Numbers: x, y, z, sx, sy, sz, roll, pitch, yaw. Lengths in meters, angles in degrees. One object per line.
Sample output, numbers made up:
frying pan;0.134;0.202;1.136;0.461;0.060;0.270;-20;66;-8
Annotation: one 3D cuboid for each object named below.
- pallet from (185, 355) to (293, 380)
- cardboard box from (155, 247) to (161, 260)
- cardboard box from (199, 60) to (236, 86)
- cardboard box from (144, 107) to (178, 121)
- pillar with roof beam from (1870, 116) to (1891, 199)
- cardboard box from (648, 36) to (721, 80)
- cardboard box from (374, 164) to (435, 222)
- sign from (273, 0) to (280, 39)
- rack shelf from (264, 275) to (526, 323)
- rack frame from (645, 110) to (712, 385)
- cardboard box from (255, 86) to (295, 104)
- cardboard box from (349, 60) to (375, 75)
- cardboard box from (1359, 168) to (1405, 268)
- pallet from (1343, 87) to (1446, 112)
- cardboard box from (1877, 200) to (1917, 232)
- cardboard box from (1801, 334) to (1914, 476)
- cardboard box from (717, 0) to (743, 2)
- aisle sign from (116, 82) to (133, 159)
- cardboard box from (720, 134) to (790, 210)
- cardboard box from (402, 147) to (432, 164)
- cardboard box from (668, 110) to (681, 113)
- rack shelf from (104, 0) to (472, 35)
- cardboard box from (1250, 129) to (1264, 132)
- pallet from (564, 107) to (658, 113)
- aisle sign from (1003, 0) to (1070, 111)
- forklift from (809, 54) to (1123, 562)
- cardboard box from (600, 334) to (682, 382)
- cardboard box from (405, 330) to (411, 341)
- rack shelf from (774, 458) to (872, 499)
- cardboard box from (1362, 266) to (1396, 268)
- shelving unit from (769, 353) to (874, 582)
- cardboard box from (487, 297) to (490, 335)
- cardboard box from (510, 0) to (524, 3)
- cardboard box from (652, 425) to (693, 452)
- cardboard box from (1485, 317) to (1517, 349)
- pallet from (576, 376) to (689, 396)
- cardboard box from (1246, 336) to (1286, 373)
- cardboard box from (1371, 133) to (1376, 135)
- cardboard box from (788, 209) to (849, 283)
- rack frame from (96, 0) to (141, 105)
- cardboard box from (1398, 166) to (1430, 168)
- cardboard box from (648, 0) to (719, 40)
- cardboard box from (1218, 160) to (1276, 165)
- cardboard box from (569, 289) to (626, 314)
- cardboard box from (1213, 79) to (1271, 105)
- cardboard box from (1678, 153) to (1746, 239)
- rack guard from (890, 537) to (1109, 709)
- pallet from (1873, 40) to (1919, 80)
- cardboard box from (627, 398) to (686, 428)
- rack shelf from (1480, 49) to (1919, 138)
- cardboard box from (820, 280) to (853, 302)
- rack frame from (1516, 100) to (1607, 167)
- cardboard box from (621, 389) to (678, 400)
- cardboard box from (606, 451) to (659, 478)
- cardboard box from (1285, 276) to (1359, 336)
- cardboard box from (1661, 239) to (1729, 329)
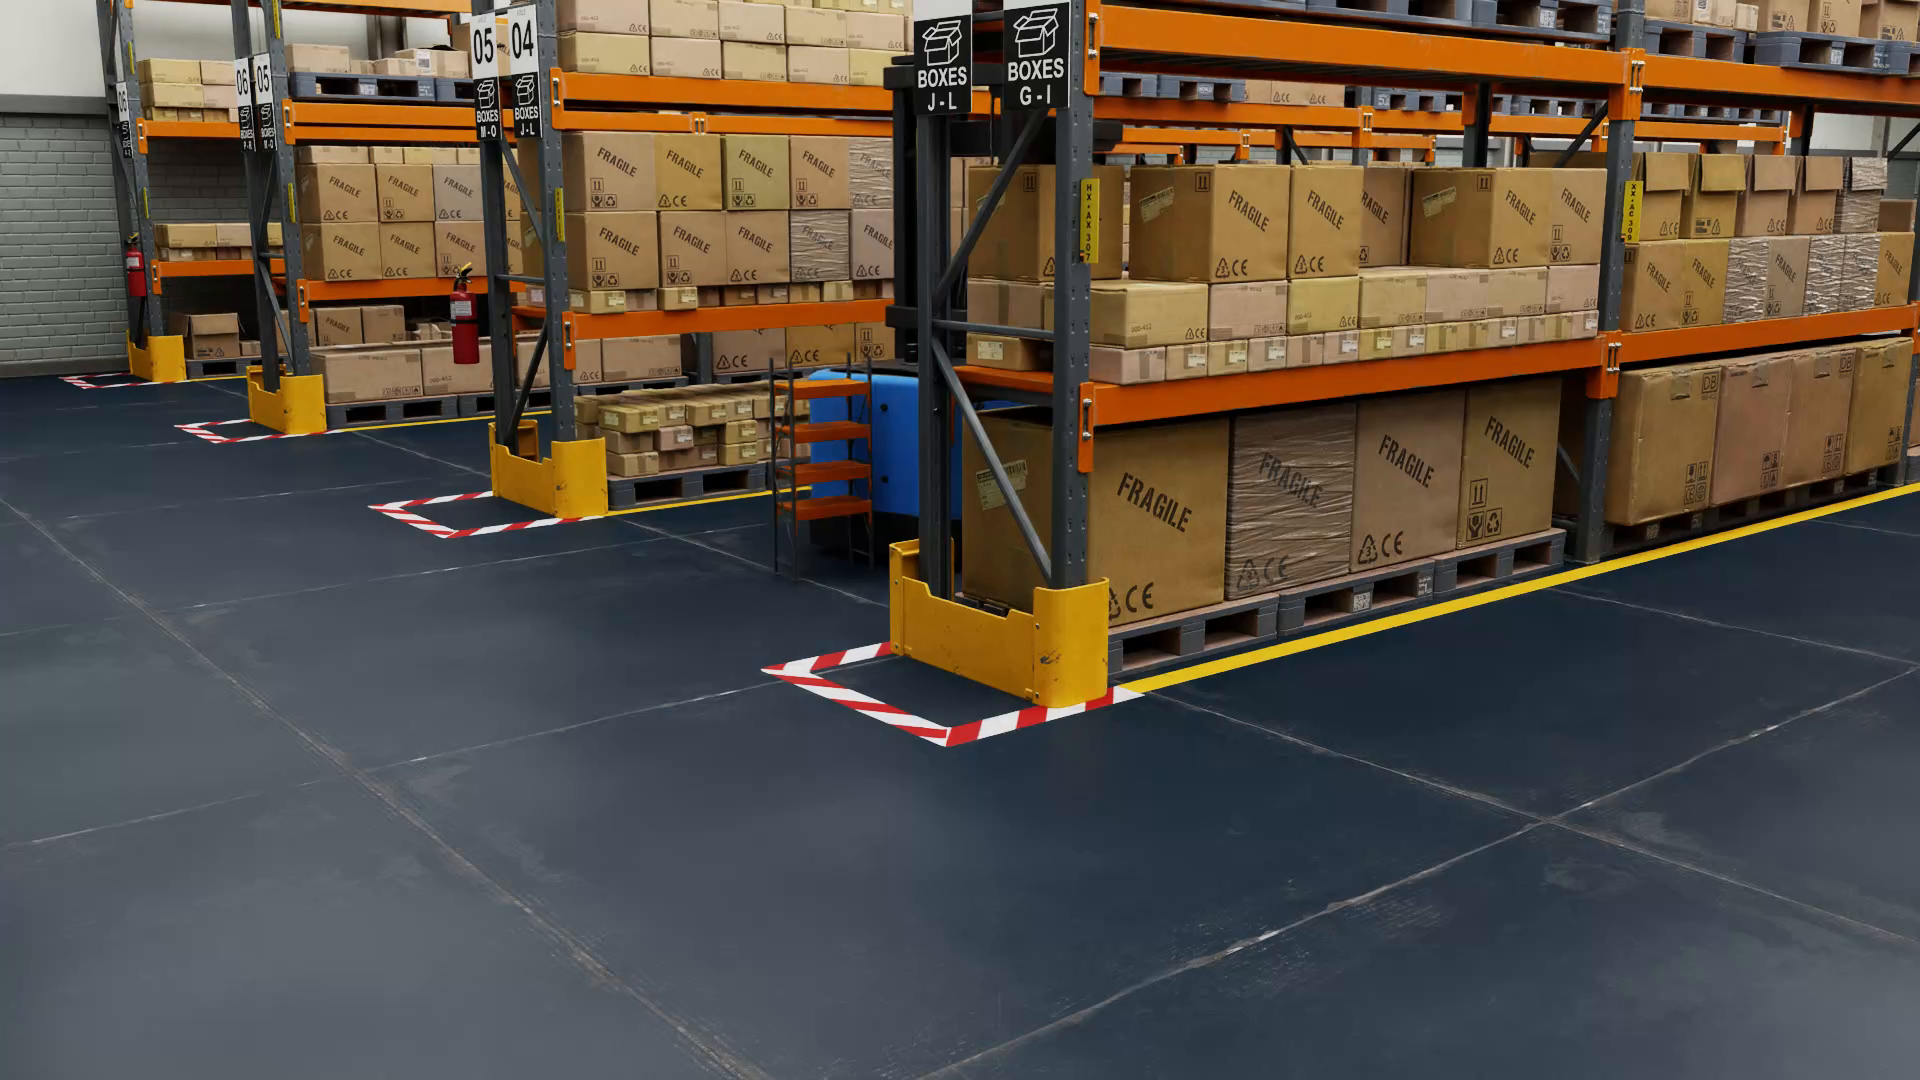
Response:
pallet;-8.445;-2.048;19.266;1.213;0.211;1.003;-9;15;-38
cardboard box;-9.035;-3.262;18.876;0.250;0.149;0.380;-10;15;-38
cardboard box;-8.214;-5.163;18.439;0.500;0.250;0.500;-10;15;-38
cardboard box;-8.732;-4.647;18.174;0.250;0.149;0.380;-9;15;-36
pillar with roof beam;28.376;-11.560;42.904;0.548;9.000;9.100;-9;15;-38
cardboard box;-1.927;-3.183;11.036;0.500;0.250;0.500;-9;15;-36
cardboard box;-5.070;-3.116;14.936;0.500;0.500;0.500;-10;16;-39
sign;-5.680;-4.337;13.815;0.005;0.325;0.100;-9;15;-38
rack shelf;-4.461;-2.402;15.950;4.000;0.370;1.077;-9;15;-38
rack frame;-2.899;-3.013;17.098;0.127;3.000;1.000;-9;15;-38
cardboard box;-7.817;-4.985;18.807;0.500;0.250;0.500;-10;16;-39
cardboard box;-5.450;-4.233;14.975;0.250;0.149;0.380;-11;16;-42
cardboard box;1.966;-1.693;8.721;0.500;0.500;0.500;-10;16;-39
pallet;3.865;-4.210;15.965;1.003;0.211;1.213;-9;15;-35
cardboard box;6.812;-2.256;12.279;0.500;0.500;0.500;11;16;43
cardboard box;5.864;-1.005;11.744;0.875;0.875;1.225;-10;16;-40
cardboard box;-1.663;-3.679;11.207;0.250;0.149;0.380;-9;15;-36
aisle sign;-8.996;-4.514;17.906;0.004;0.787;0.394;-9;15;-38
cardboard box;-1.524;-2.534;11.474;0.500;0.500;0.500;-10;15;-39
cardboard box;-4.943;-3.448;14.937;0.250;0.149;0.380;-10;16;-39
cardboard box;-3.834;-5.717;22.009;0.250;0.149;0.380;-9;15;-37
rack shelf;-7.564;-6.139;19.116;4.000;0.370;1.077;-9;15;-38
cardboard box;3.749;-5.396;21.704;0.250;0.149;0.380;-10;15;-39
pallet;-3.544;-4.333;16.303;1.213;0.211;1.003;-9;15;-38
aisle sign;0.300;-2.100;6.541;0.004;0.787;0.394;-9;15;-38
forklift;0.322;-1.557;10.406;1.130;2.935;3.031;7;14;31
cardboard box;-3.456;-1.901;17.018;0.875;0.438;0.875;-10;15;-38
cardboard box;-7.005;-2.525;20.651;0.250;0.149;0.380;-10;15;-38
rack shelf;-0.758;-0.343;9.177;0.480;0.148;0.258;-8;14;-34
cardboard box;1.969;-1.328;8.805;0.500;0.250;0.500;-9;15;-36
shelving unit;-0.758;-0.408;9.163;0.503;1.200;0.258;-8;14;-34
cardboard box;-5.804;-2.912;21.629;0.500;0.500;0.500;-10;15;-38
cardboard box;-2.775;-3.629;10.972;0.250;0.149;0.380;-10;15;-38
cardboard box;-2.032;-0.714;11.404;0.250;0.149;0.380;-10;15;-38
cardboard box;2.656;-1.090;8.646;0.250;0.149;0.380;-9;15;-37
pallet;-3.542;-1.563;16.982;1.213;0.211;1.003;-9;15;-38
cardboard box;1.254;-0.857;7.549;0.250;0.149;0.380;-10;15;-39
cardboard box;5.561;-5.694;23.108;0.250;0.149;0.380;-10;15;-38
cardboard box;-1.141;-2.115;11.908;0.500;0.500;0.500;-10;16;-39
rack frame;-9.126;-6.233;17.819;0.127;3.000;1.000;-9;15;-38
cardboard box;4.147;-3.403;16.285;0.500;0.500;0.700;-10;15;-38
cardboard box;-1.939;-3.426;10.976;0.500;0.250;0.500;-10;15;-38
cardboard box;3.827;-4.757;21.944;0.500;0.500;0.700;-10;15;-38
cardboard box;-2.393;-1.570;10.908;0.250;0.149;0.380;-10;15;-38
cardboard box;2.333;-4.012;14.340;0.500;0.500;0.500;-9;15;-38
cardboard box;4.329;-2.117;10.221;0.637;0.503;0.797;-9;15;-37
rack guard;0.150;0.339;7.329;0.348;0.500;1.175;-9;15;-38
pallet;5.946;-3.208;11.246;1.003;0.211;1.213;-9;15;-35
cardboard box;-2.090;-0.874;11.446;0.250;0.149;0.380;-9;15;-37
rack shelf;4.854;-2.781;10.513;4.000;0.370;1.077;-9;15;-38
cardboard box;-0.980;-1.811;12.041;0.250;0.149;0.380;-9;15;-37
rack frame;6.519;-3.262;18.267;0.127;3.000;1.000;-9;15;-38
cardboard box;-2.241;-0.994;12.007;0.250;0.149;0.380;-10;15;-39
cardboard box;-2.242;-0.531;11.262;0.250;0.149;0.380;-9;15;-37
cardboard box;1.508;-1.111;7.782;0.500;0.250;0.500;-10;16;-40
cardboard box;4.199;-1.539;9.916;0.500;0.500;0.500;-9;15;-38
